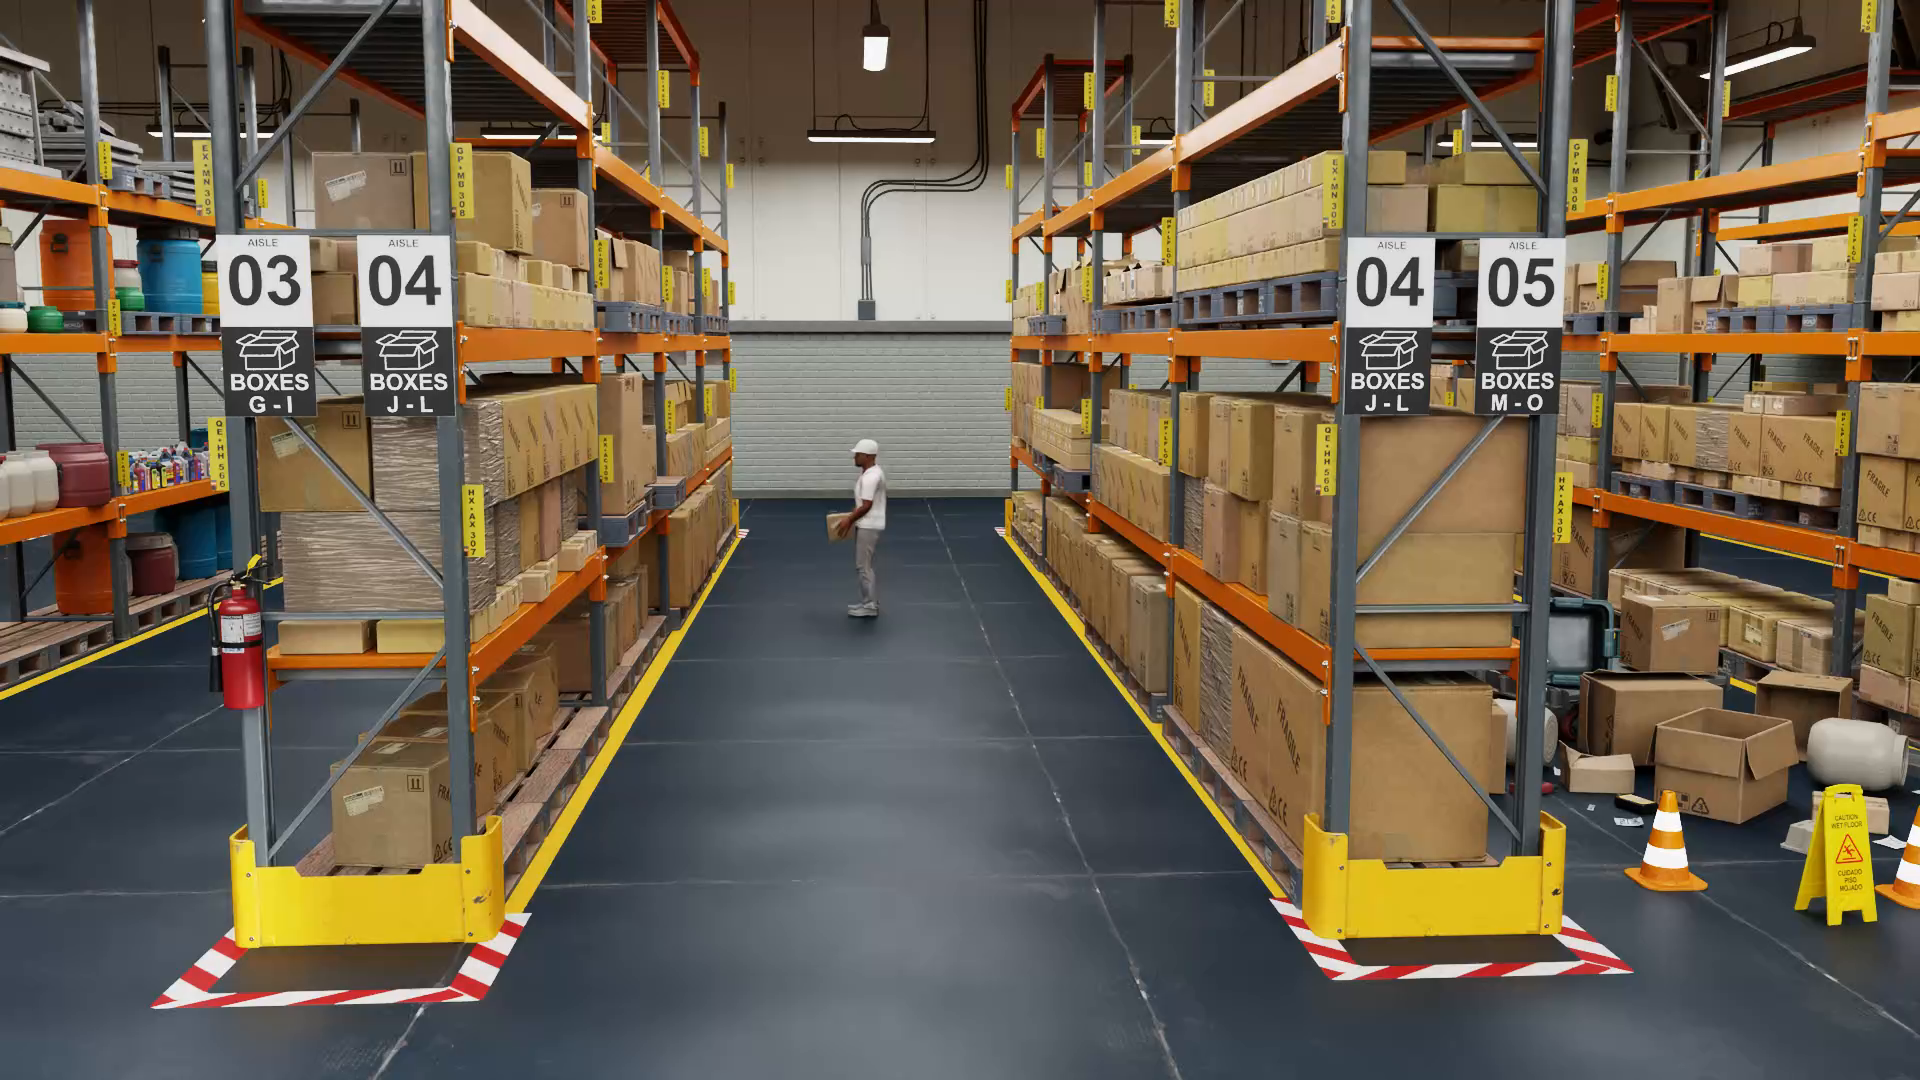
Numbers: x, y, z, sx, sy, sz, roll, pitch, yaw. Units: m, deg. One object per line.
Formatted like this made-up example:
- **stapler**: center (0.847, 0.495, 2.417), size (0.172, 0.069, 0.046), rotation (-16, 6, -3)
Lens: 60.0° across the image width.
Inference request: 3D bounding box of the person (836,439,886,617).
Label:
- **person**: center (-0.991, -0.125, 16.685), size (0.509, 1.768, 0.562), rotation (-1, 7, -4)
